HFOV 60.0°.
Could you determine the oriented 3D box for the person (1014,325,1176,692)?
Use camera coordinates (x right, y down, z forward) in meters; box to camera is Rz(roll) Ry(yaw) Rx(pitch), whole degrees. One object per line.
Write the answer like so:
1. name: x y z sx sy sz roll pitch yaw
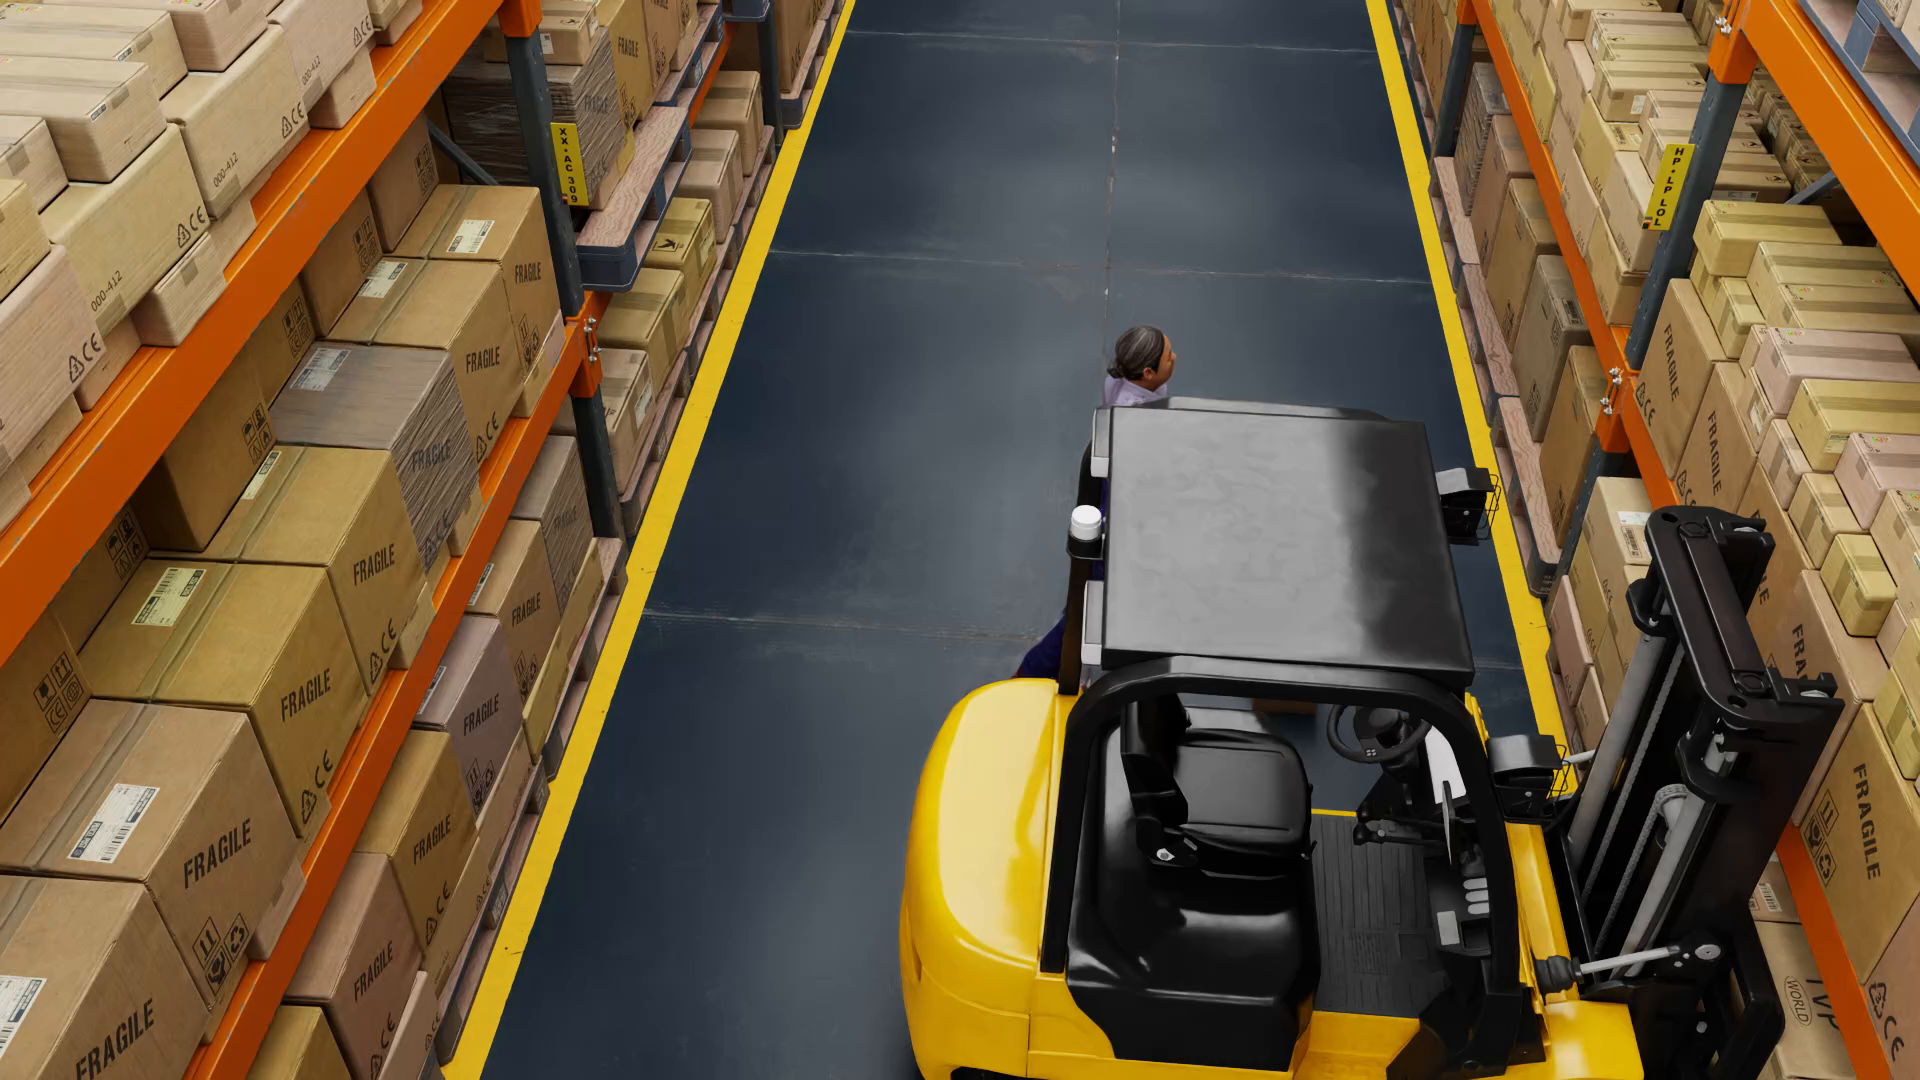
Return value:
1. person: 0.648 -0.102 6.277 0.872 1.611 0.537 0 40 0
